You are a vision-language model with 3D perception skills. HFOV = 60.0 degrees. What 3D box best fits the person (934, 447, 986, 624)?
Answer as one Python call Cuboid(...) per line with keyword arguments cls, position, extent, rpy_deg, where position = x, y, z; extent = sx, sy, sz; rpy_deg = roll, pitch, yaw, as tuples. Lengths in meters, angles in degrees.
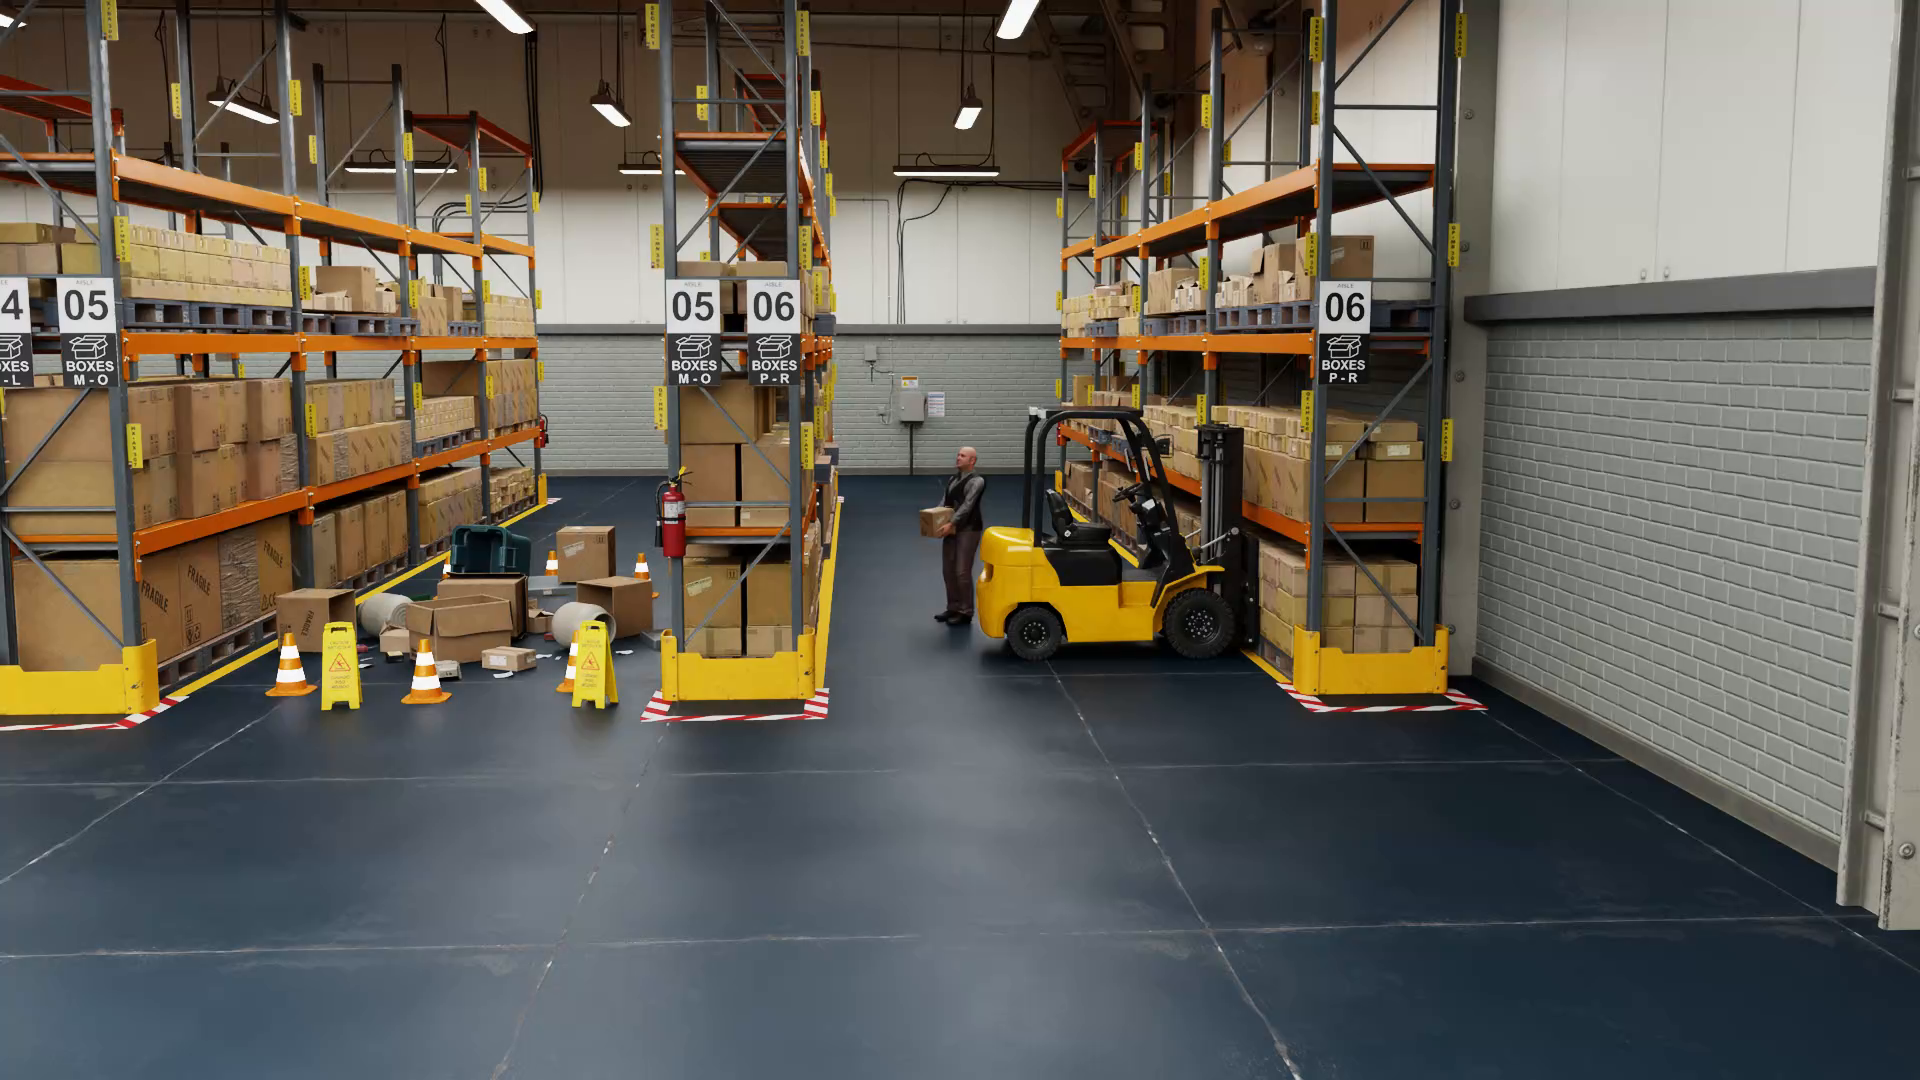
Cuboid(cls="person", position=(-0.054, -0.046, 16.231), extent=(0.555, 1.721, 0.500), rpy_deg=(-4, 8, -33))
